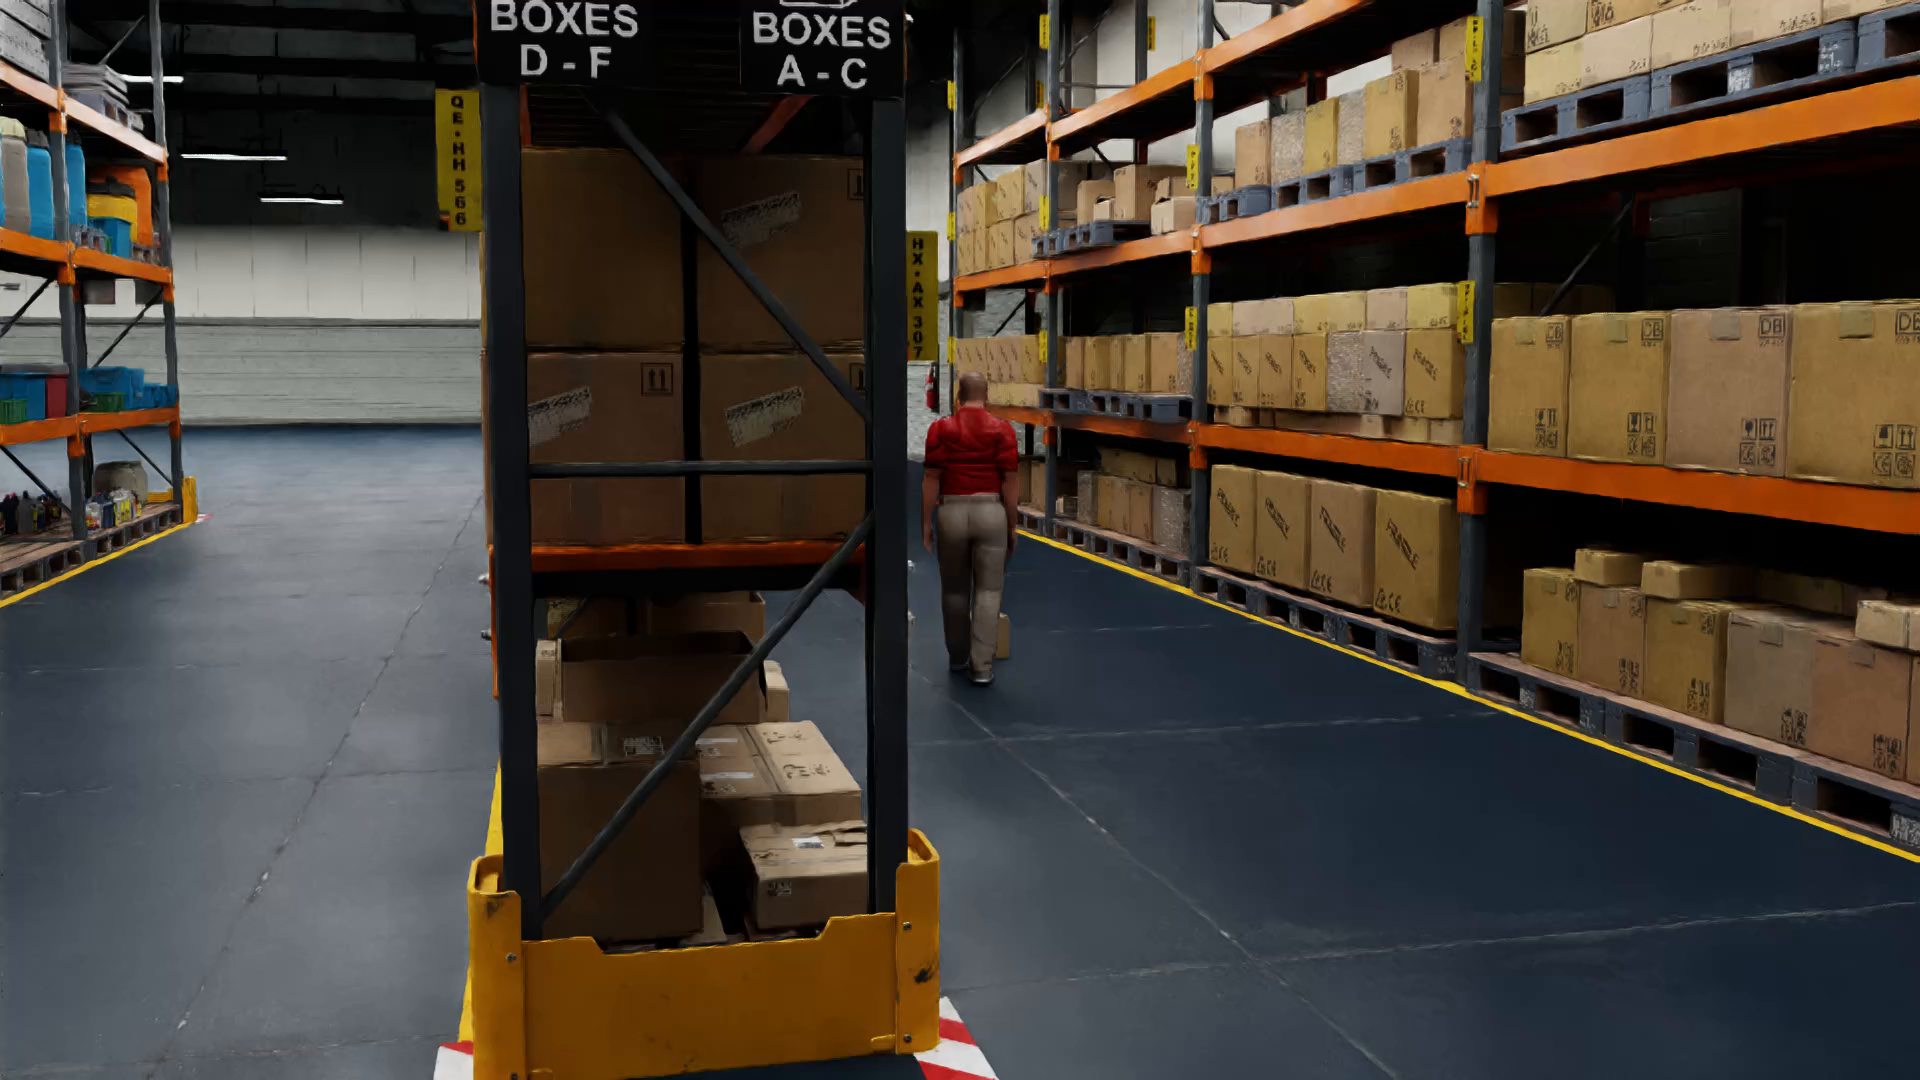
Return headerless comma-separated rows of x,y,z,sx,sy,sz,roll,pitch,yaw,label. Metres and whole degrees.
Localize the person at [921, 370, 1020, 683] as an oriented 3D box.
0.083,-0.095,9.368,0.546,1.716,0.726,1,6,10,person
